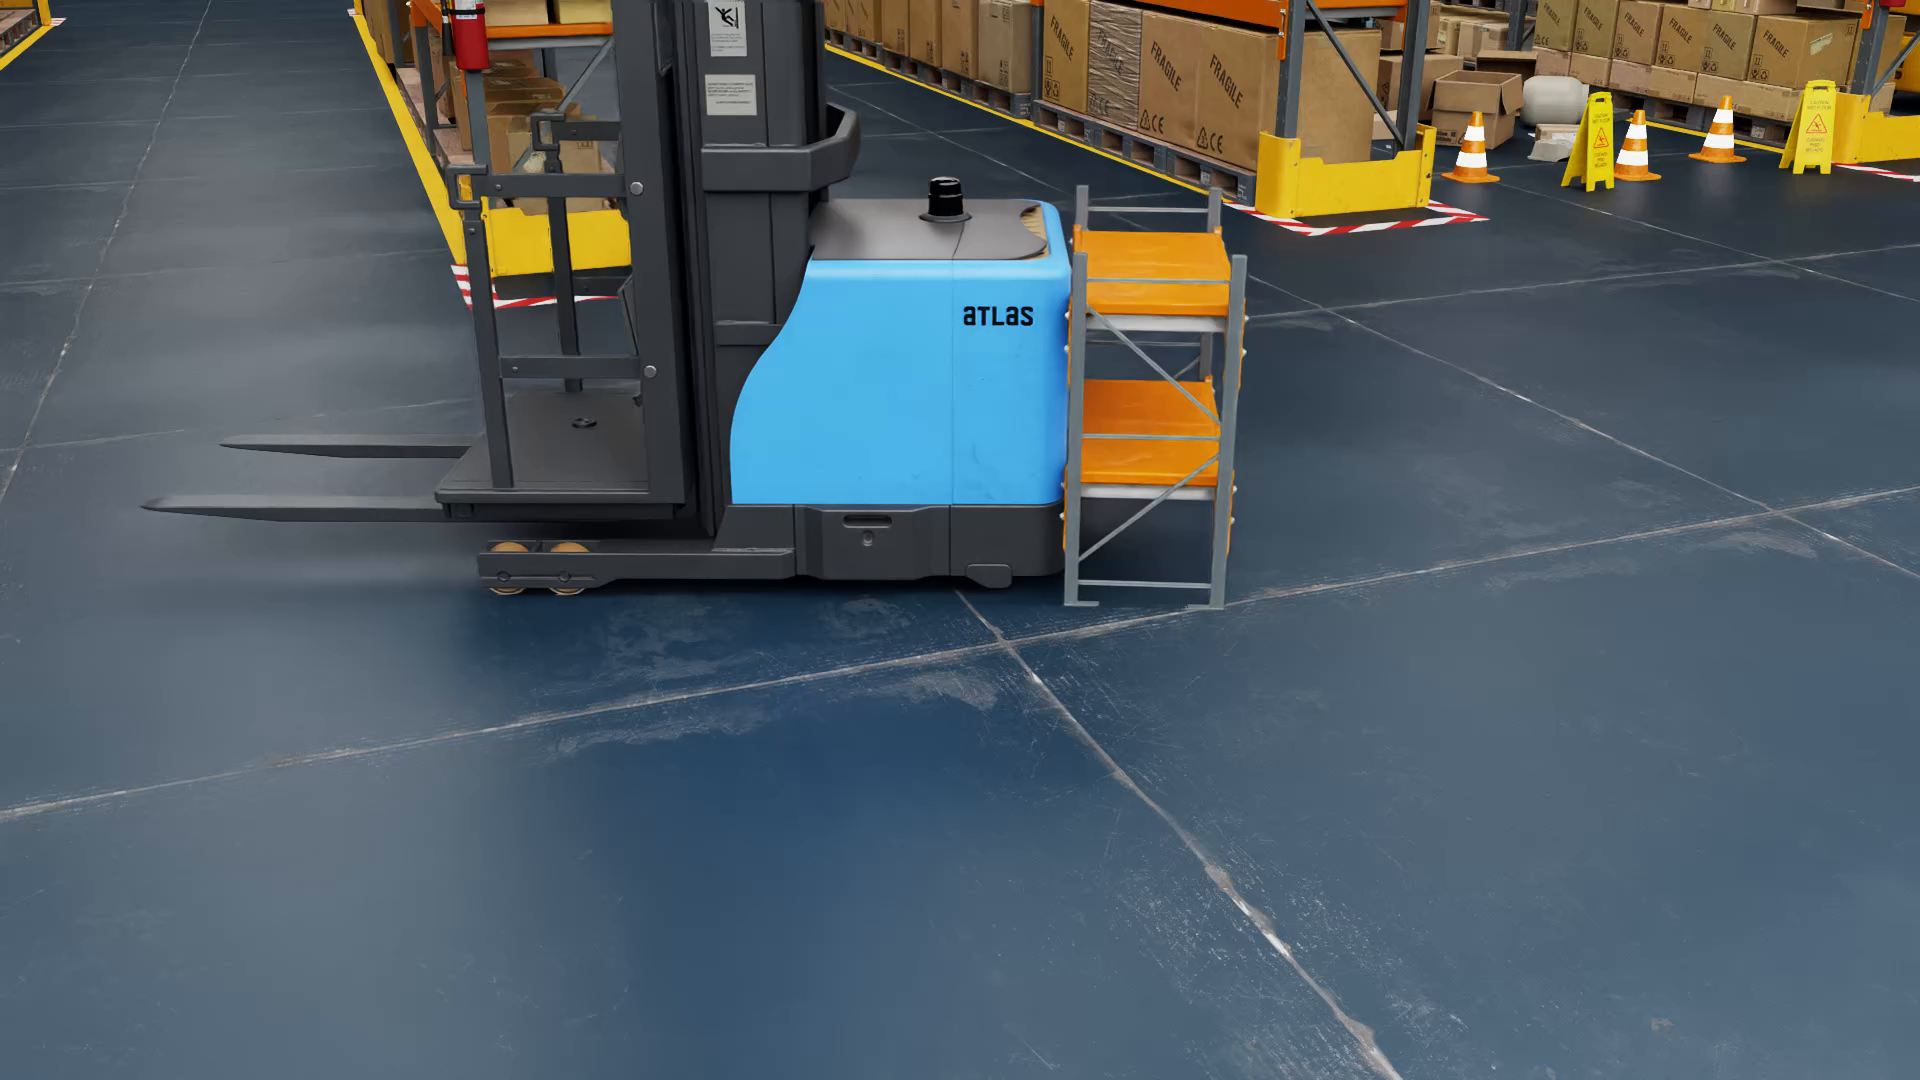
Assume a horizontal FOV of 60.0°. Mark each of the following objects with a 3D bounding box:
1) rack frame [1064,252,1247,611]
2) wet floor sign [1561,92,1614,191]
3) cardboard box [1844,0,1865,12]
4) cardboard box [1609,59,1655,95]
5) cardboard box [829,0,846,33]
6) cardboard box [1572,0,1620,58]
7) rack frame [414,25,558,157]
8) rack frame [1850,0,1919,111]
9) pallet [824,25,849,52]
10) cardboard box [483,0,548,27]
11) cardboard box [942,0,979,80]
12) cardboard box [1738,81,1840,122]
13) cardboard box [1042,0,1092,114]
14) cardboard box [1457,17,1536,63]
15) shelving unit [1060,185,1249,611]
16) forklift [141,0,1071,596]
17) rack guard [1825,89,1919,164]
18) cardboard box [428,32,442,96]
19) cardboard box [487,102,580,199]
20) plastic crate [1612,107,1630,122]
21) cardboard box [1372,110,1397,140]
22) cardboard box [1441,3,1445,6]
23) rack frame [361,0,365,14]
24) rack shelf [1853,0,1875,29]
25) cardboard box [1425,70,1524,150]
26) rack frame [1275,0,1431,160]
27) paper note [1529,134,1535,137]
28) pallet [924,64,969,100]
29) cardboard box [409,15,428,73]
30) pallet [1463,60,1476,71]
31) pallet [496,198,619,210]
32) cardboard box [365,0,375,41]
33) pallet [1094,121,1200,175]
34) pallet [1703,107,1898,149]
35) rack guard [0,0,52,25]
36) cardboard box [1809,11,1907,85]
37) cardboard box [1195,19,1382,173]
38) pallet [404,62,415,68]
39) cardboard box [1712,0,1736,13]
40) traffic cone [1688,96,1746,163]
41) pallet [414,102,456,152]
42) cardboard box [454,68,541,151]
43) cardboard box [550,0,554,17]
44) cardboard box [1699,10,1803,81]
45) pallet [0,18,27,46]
[{"bbox_3d":[0.578,-0.308,5.032,0.500,1.125,0.032,2,23,4],"label":"rack frame"},{"bbox_3d":[4.368,-2.756,11.457,0.267,0.644,0.232,-13,26,-28],"label":"wet floor sign"},{"bbox_3d":[10.135,-5.718,17.972,0.875,0.625,0.625,-7,24,-17],"label":"cardboard box"},{"bbox_3d":[6.033,-4.039,14.470,0.500,0.250,0.500,-9,24,-20],"label":"cardboard box"},{"bbox_3d":[-1.179,-6.110,19.063,0.500,0.500,0.500,-9,25,-21],"label":"cardboard box"},{"bbox_3d":[5.844,-4.576,14.780,0.500,0.500,0.500,-7,24,-17],"label":"cardboard box"},{"bbox_3d":[-3.583,-4.389,12.301,1.000,3.000,0.127,-8,24,-19],"label":"rack frame"},{"bbox_3d":[7.101,-4.295,12.079,1.000,3.000,0.127,-8,24,-19],"label":"rack frame"},{"bbox_3d":[-1.022,-5.928,19.543,1.003,0.211,1.213,-8,24,-19],"label":"pallet"},{"bbox_3d":[-2.464,-2.895,9.080,0.380,0.149,0.250,-8,24,-19],"label":"cardboard box"},{"bbox_3d":[0.452,-4.754,15.523,1.050,0.750,0.750,-8,24,-19],"label":"cardboard box"},{"bbox_3d":[6.555,-3.487,13.161,0.500,0.250,0.500,-8,24,-19],"label":"cardboard box"},{"bbox_3d":[1.249,-4.009,13.595,0.875,0.875,0.875,-8,24,-18],"label":"cardboard box"},{"bbox_3d":[5.500,-4.922,16.407,0.950,0.372,0.625,-8,24,-18],"label":"cardboard box"},{"bbox_3d":[0.615,-0.505,5.500,0.538,1.125,1.048,2,23,4],"label":"shelving unit"},{"bbox_3d":[-1.163,-1.378,5.245,3.031,2.935,1.130,0,23,1],"label":"forklift"},{"bbox_3d":[7.074,-3.171,12.630,1.175,0.500,0.348,-8,24,-19],"label":"rack guard"},{"bbox_3d":[-4.129,-4.045,14.137,0.700,0.500,0.500,-11,25,-24],"label":"cardboard box"},{"bbox_3d":[-2.618,-2.419,10.305,0.500,0.500,0.500,-2,23,-5],"label":"cardboard box"},{"bbox_3d":[5.475,-3.720,14.474,0.402,0.080,0.583,-18,29,-37],"label":"plastic crate"},{"bbox_3d":[3.423,-3.401,13.477,0.396,0.266,0.258,-4,23,-10],"label":"cardboard box"},{"bbox_3d":[4.733,-5.711,18.281,0.950,0.372,0.625,-9,24,-20],"label":"cardboard box"},{"bbox_3d":[-7.822,-8.749,22.646,1.000,3.000,0.127,-8,24,-19],"label":"rack frame"},{"bbox_3d":[6.394,-4.690,13.943,1.077,0.370,4.000,-8,24,-19],"label":"rack shelf"},{"bbox_3d":[4.112,-3.436,13.254,0.637,0.503,0.797,12,26,27],"label":"cardboard box"},{"bbox_3d":[2.506,-3.579,10.380,1.000,3.000,0.127,-8,24,-19],"label":"rack frame"},{"bbox_3d":[4.745,-3.321,13.606,0.148,0.019,0.142,0,23,-1],"label":"paper note"},{"bbox_3d":[0.315,-4.462,16.064,1.003,0.211,1.213,-8,24,-19],"label":"pallet"},{"bbox_3d":[-4.741,-4.653,15.578,0.700,0.500,0.500,-10,25,-22],"label":"cardboard box"},{"bbox_3d":[5.411,-4.746,16.740,1.003,0.211,1.213,-8,24,-19],"label":"pallet"},{"bbox_3d":[-2.451,-1.978,10.172,1.003,0.211,1.213,-8,24,-19],"label":"pallet"},{"bbox_3d":[-5.848,-5.956,18.214,1.225,0.875,0.875,-9,25,-21],"label":"cardboard box"},{"bbox_3d":[1.723,-3.017,12.636,1.003,0.211,1.213,-8,24,-19],"label":"pallet"},{"bbox_3d":[6.820,-3.338,13.398,1.003,0.211,1.213,-8,24,-19],"label":"pallet"},{"bbox_3d":[-12.477,-6.925,21.536,1.175,0.500,0.348,-8,24,-19],"label":"rack guard"},{"bbox_3d":[7.066,-3.907,13.191,0.500,0.500,0.500,-9,25,-21],"label":"cardboard box"},{"bbox_3d":[2.204,-3.031,11.275,0.875,0.875,0.875,-8,24,-19],"label":"cardboard box"},{"bbox_3d":[-5.204,-4.854,16.995,1.003,0.211,1.213,-8,24,-19],"label":"pallet"},{"bbox_3d":[6.296,-4.337,13.378,0.380,0.149,0.250,-8,24,-18],"label":"cardboard box"},{"bbox_3d":[5.742,-3.106,12.522,0.336,0.463,0.334,-8,24,-19],"label":"traffic cone"},{"bbox_3d":[-3.860,-3.387,13.513,1.003,0.211,1.213,-8,24,-19],"label":"pallet"},{"bbox_3d":[-3.270,-3.073,11.856,0.500,0.500,0.500,-1,23,-2],"label":"cardboard box"},{"bbox_3d":[-2.118,-3.050,9.447,0.380,0.149,0.250,-8,24,-19],"label":"cardboard box"},{"bbox_3d":[6.386,-4.012,13.440,0.500,0.500,0.500,-7,24,-17],"label":"cardboard box"},{"bbox_3d":[-11.774,-6.037,19.802,1.003,0.211,1.213,-8,24,-19],"label":"pallet"}]
